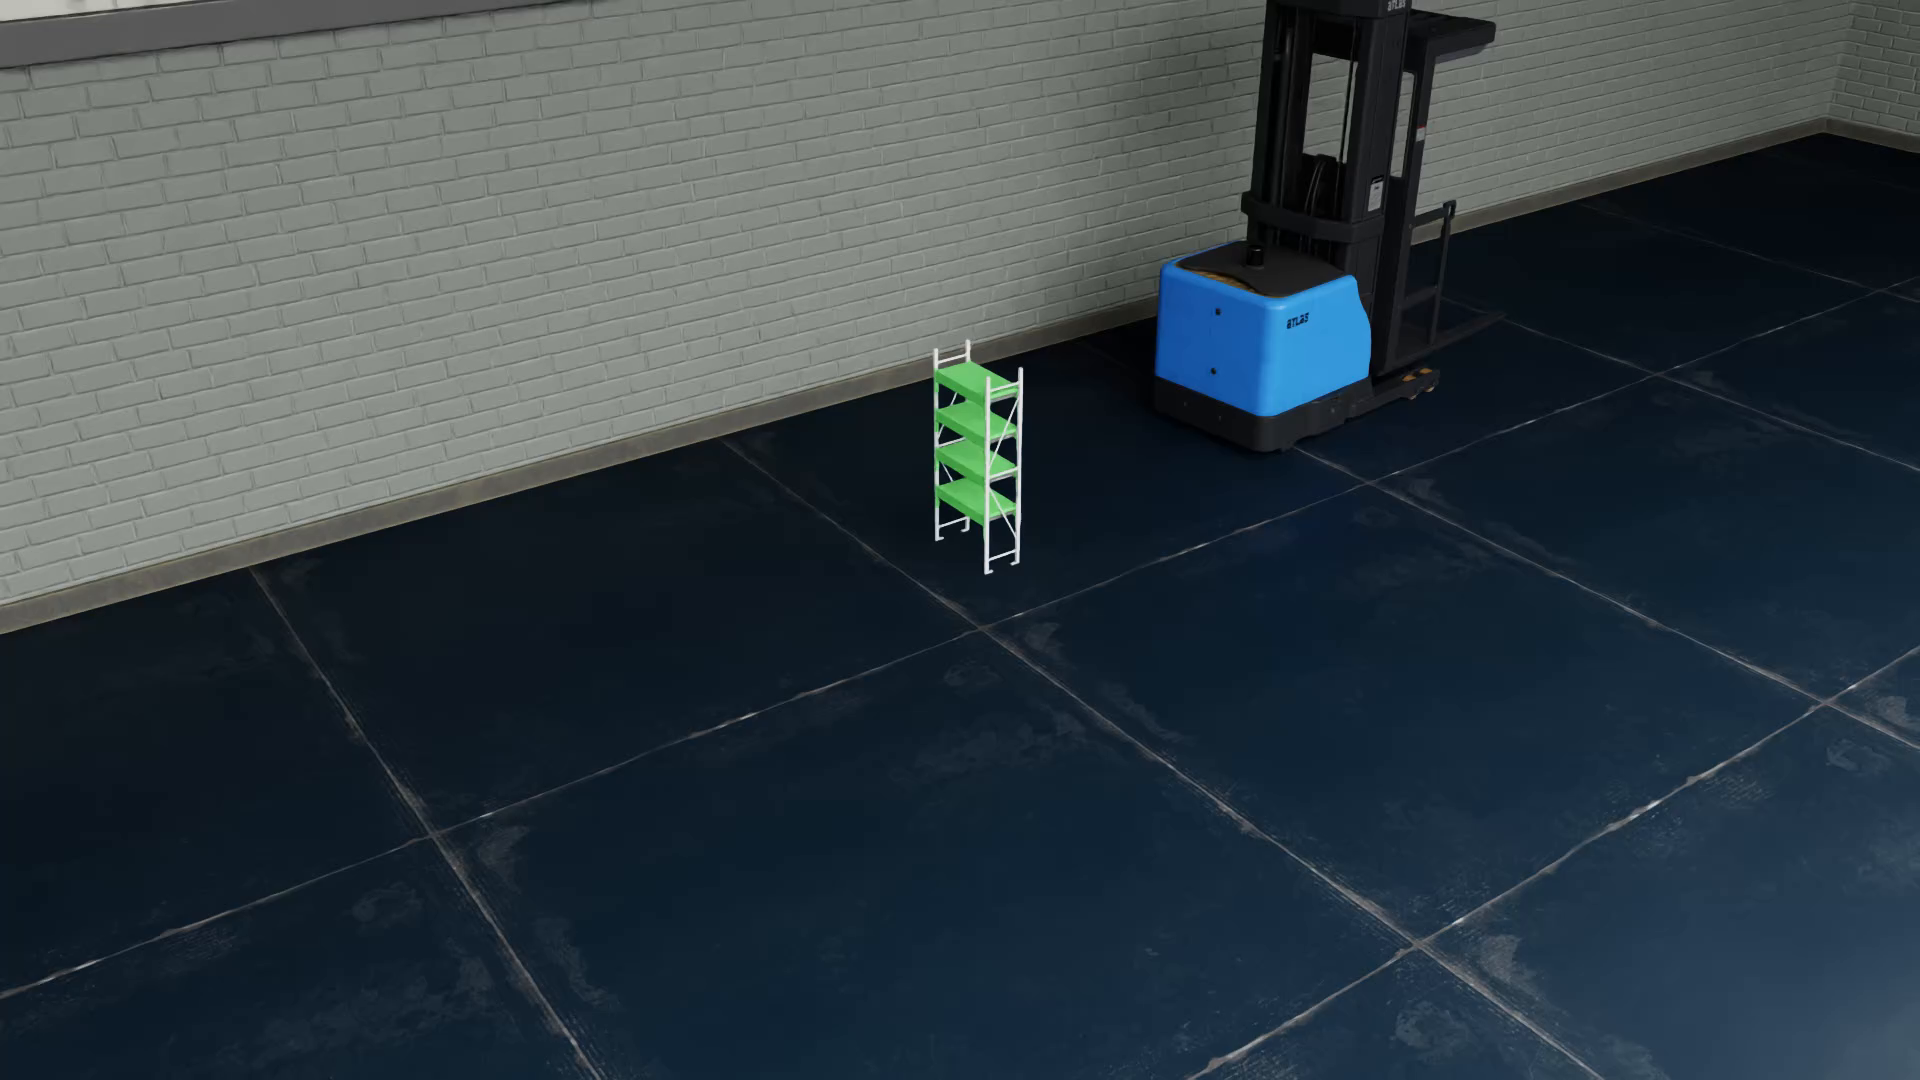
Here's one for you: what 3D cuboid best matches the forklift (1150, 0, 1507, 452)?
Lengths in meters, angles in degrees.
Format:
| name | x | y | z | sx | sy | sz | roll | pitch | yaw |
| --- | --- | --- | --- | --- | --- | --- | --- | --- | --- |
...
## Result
| name | x | y | z | sx | sy | sz | roll | pitch | yaw |
| --- | --- | --- | --- | --- | --- | --- | --- | --- | --- |
| forklift | 2.728 | -2.431 | 11.156 | 3.031 | 2.935 | 1.130 | -23 | 36 | -35 |

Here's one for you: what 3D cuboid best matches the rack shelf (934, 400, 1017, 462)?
| name | x | y | z | sx | sy | sz | roll | pitch | yaw |
| --- | --- | --- | --- | --- | --- | --- | --- | --- | --- |
| rack shelf | 0.096 | -0.618 | 9.261 | 0.258 | 0.148 | 0.480 | -19 | 34 | -31 |

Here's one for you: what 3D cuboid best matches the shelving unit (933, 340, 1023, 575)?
| name | x | y | z | sx | sy | sz | roll | pitch | yaw |
| --- | --- | --- | --- | --- | --- | --- | --- | --- | --- |
| shelving unit | 0.096 | -0.463 | 9.345 | 0.258 | 1.200 | 0.503 | -19 | 34 | -31 |

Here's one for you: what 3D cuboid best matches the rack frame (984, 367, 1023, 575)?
| name | x | y | z | sx | sy | sz | roll | pitch | yaw |
| --- | --- | --- | --- | --- | --- | --- | --- | --- | --- |
| rack frame | 0.238 | -0.368 | 9.170 | 0.240 | 1.200 | 0.015 | -19 | 34 | -31 |

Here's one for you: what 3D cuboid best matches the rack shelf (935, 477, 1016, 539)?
| name | x | y | z | sx | sy | sz | roll | pitch | yaw |
| --- | --- | --- | --- | --- | --- | --- | --- | --- | --- |
| rack shelf | 0.096 | -0.196 | 9.490 | 0.258 | 0.148 | 0.480 | -19 | 34 | -31 |

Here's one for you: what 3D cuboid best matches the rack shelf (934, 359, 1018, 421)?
| name | x | y | z | sx | sy | sz | roll | pitch | yaw |
| --- | --- | --- | --- | --- | --- | --- | --- | --- | --- |
| rack shelf | 0.096 | -0.829 | 9.147 | 0.258 | 0.148 | 0.480 | -19 | 34 | -31 |

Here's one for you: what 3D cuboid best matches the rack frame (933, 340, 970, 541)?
| name | x | y | z | sx | sy | sz | roll | pitch | yaw |
| --- | --- | --- | --- | --- | --- | --- | --- | --- | --- |
| rack frame | -0.046 | -0.558 | 9.520 | 0.240 | 1.200 | 0.015 | -19 | 34 | -31 |

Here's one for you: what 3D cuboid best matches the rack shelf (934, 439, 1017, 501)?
| name | x | y | z | sx | sy | sz | roll | pitch | yaw |
| --- | --- | --- | --- | --- | --- | --- | --- | --- | --- |
| rack shelf | 0.096 | -0.407 | 9.376 | 0.258 | 0.148 | 0.480 | -19 | 34 | -31 |
